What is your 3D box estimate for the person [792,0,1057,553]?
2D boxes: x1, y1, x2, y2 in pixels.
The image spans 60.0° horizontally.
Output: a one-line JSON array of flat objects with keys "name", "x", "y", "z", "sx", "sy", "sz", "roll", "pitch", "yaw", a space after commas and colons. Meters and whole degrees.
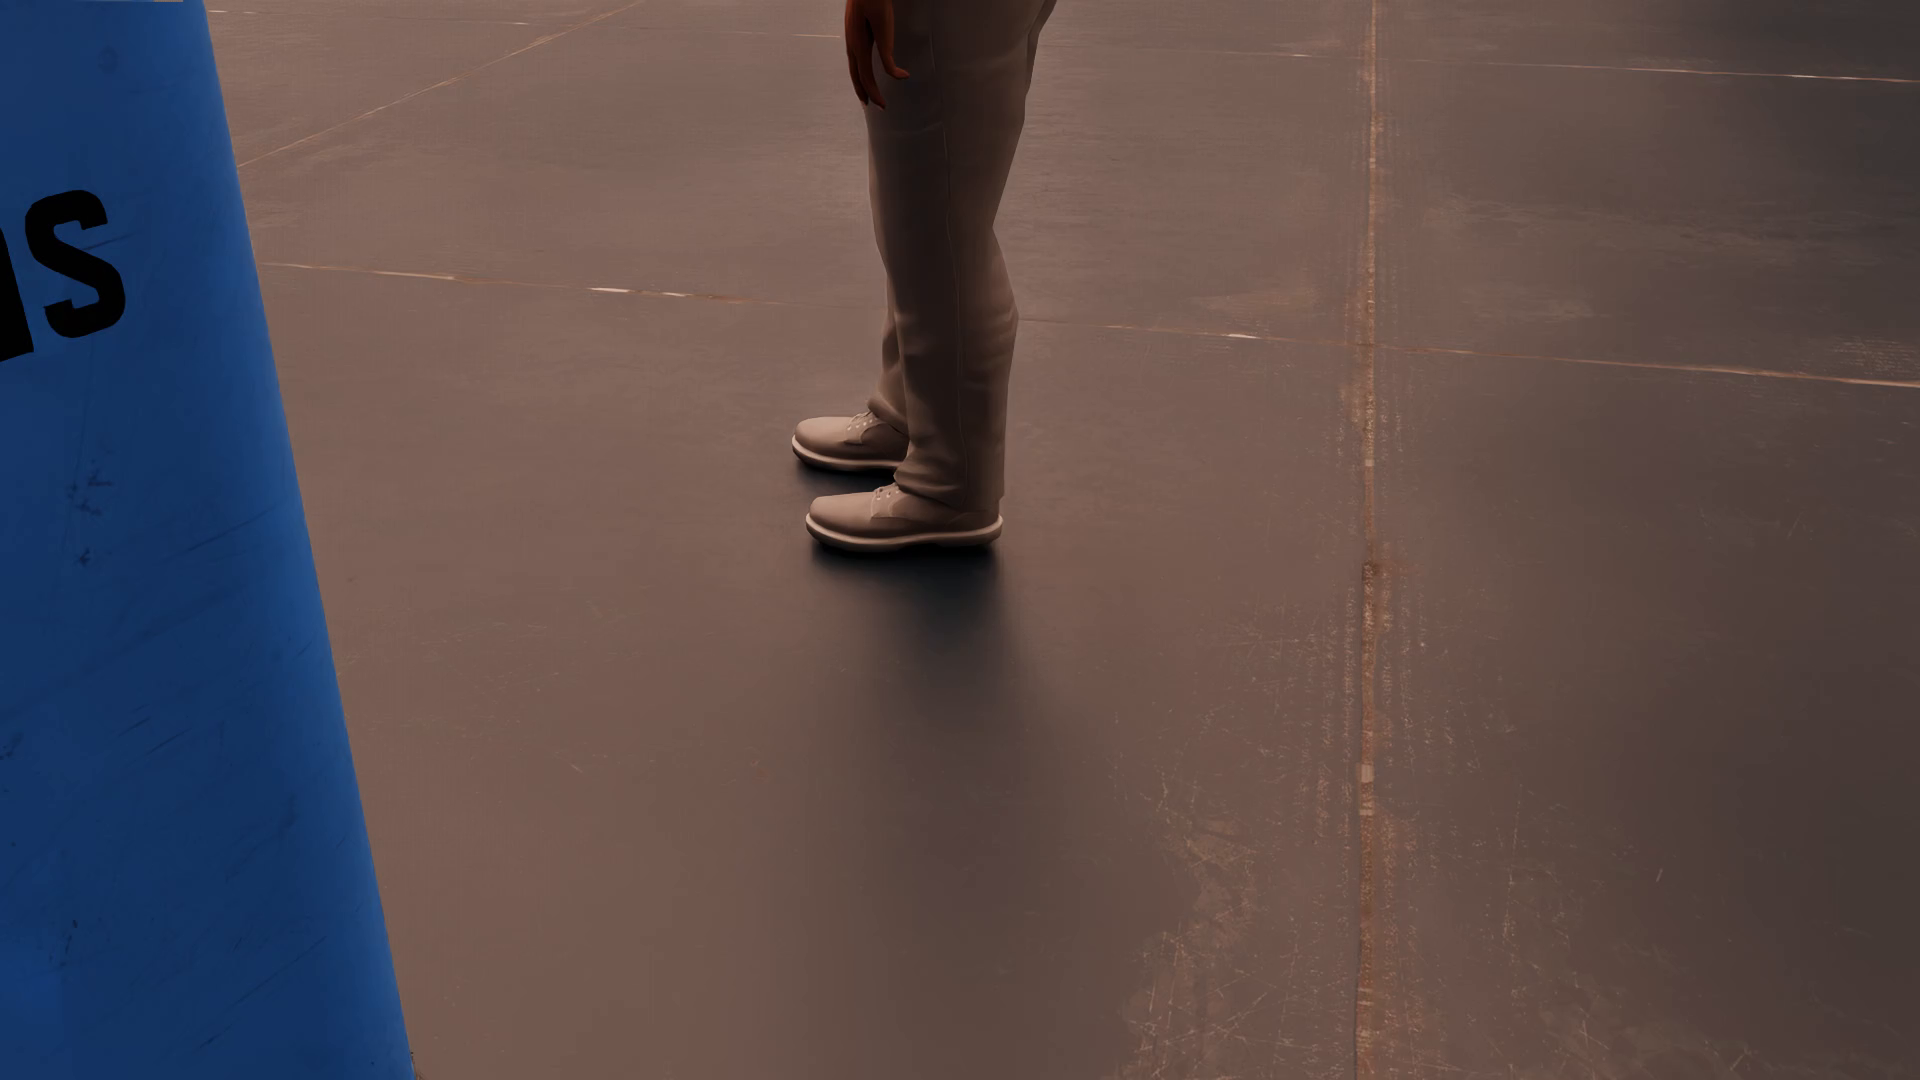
[{"name": "person", "x": -0.069, "y": -0.779, "z": 2.147, "sx": 0.530, "sy": 1.695, "sz": 0.570, "roll": 6, "pitch": 27, "yaw": 11}]
